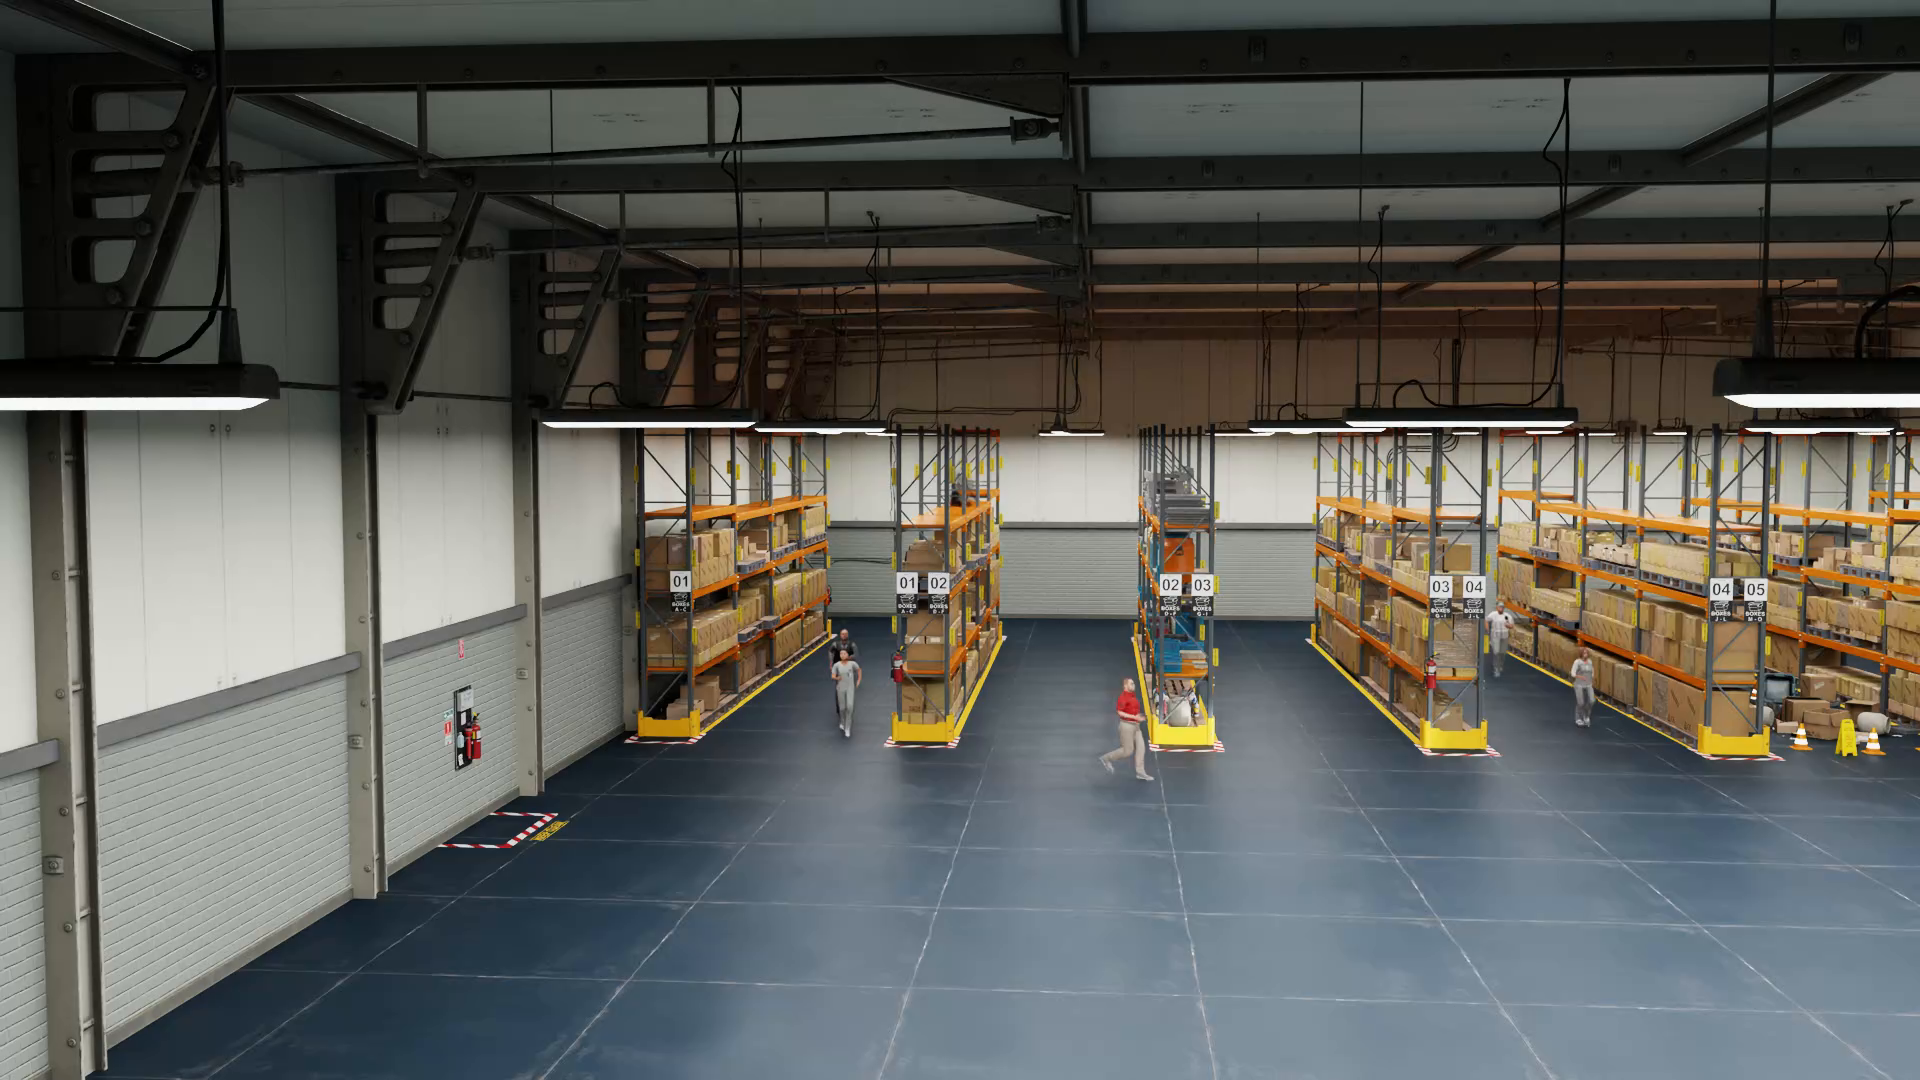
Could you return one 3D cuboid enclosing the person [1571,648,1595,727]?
[{"bbox_3d":[12.372,2.920,32.975,0.532,1.577,0.627,0,3,-2],"label":"person"}]

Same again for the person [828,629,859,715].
[{"bbox_3d":[-2.425,2.755,34.722,0.624,1.780,0.752,0,4,-8],"label":"person"}]

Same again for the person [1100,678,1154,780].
[{"bbox_3d":[2.833,3.164,27.898,0.901,1.713,0.663,2,4,27],"label":"person"}]

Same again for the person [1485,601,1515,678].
[{"bbox_3d":[13.082,2.374,40.287,0.646,1.820,0.891,0,3,5],"label":"person"}]

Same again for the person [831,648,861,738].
[{"bbox_3d":[-2.215,2.941,32.251,0.570,1.698,0.825,0,3,0],"label":"person"}]
